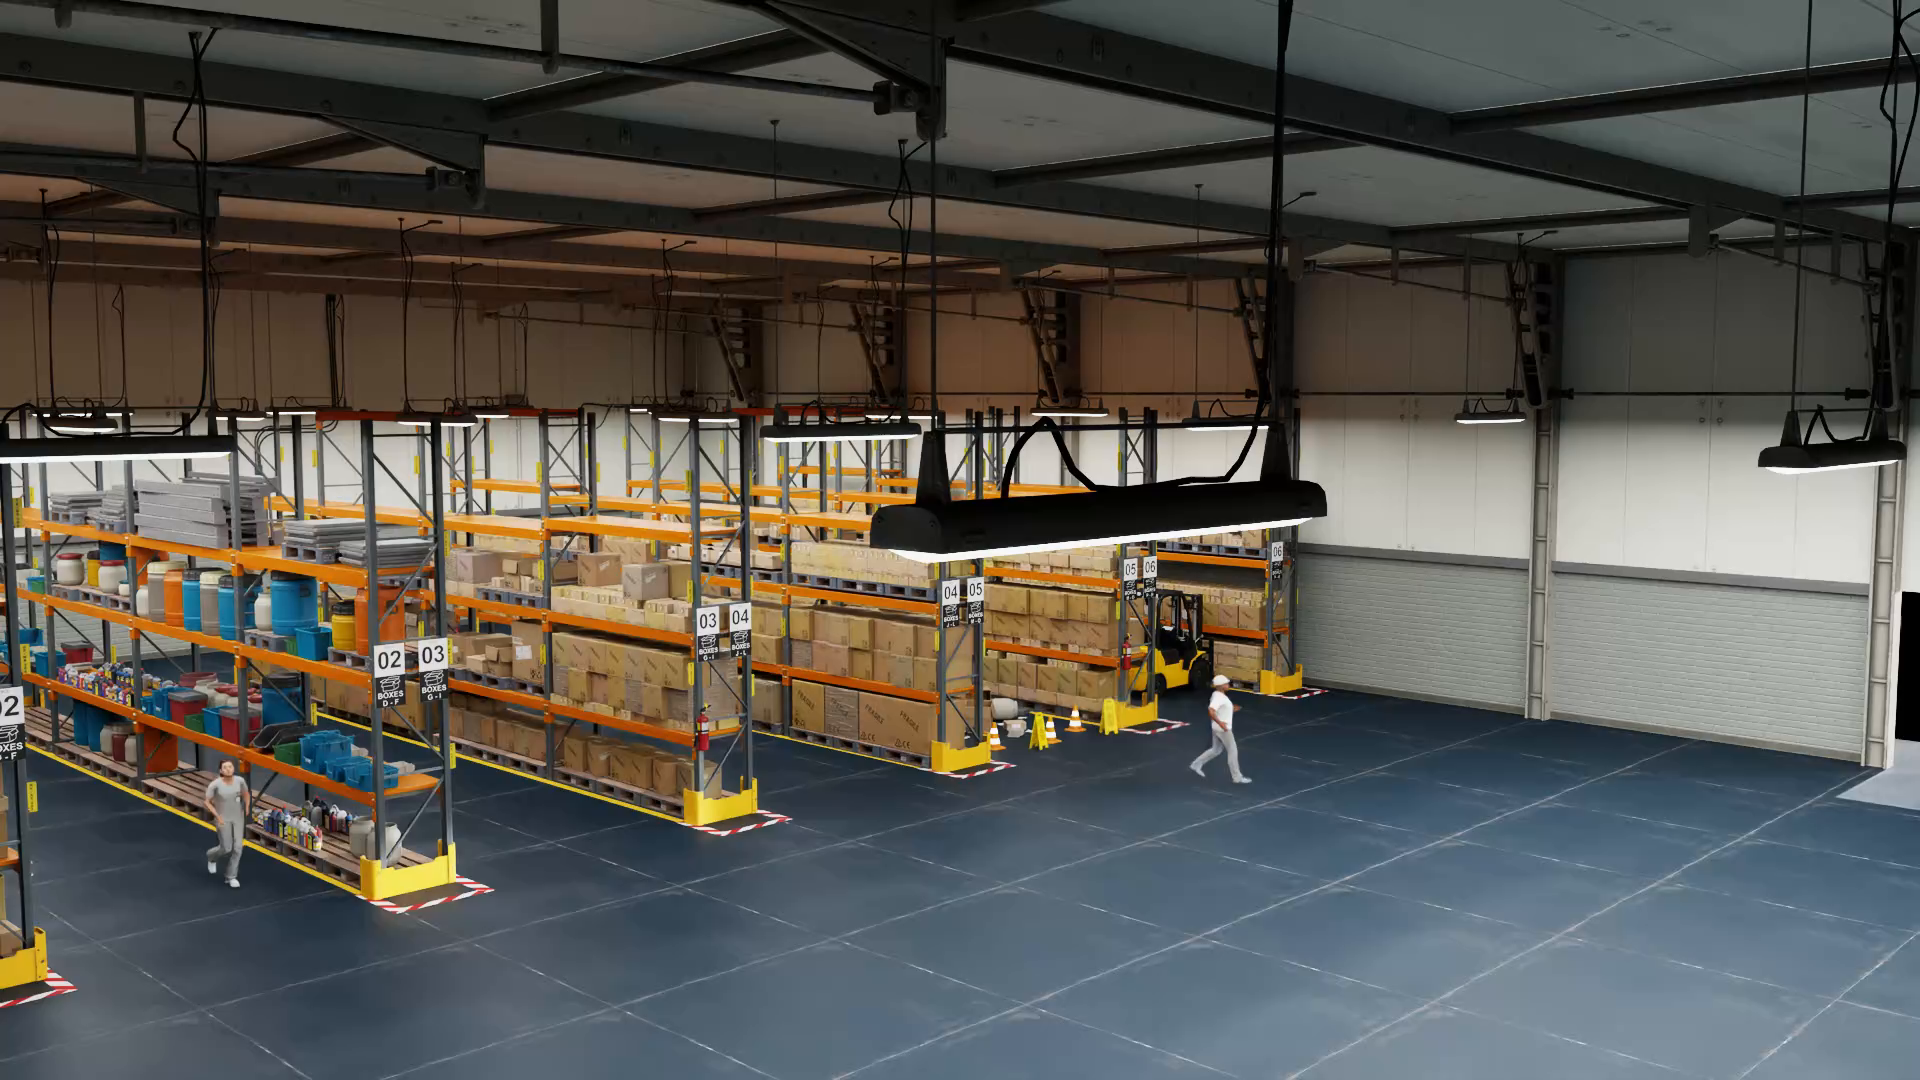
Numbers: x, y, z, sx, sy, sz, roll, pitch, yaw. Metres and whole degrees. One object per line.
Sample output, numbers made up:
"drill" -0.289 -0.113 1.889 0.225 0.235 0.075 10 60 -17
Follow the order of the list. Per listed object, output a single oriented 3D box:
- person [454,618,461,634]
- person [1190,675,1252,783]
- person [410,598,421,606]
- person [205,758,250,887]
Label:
"person" -10.421 2.461 34.093 0.893 1.774 0.611 4 6 37
"person" 4.227 3.045 26.871 0.992 1.745 0.703 0 5 -2
"person" -13.042 1.981 39.553 0.806 1.757 0.771 5 7 42
"person" -9.465 3.622 21.508 0.566 1.645 0.634 -5 7 -43
